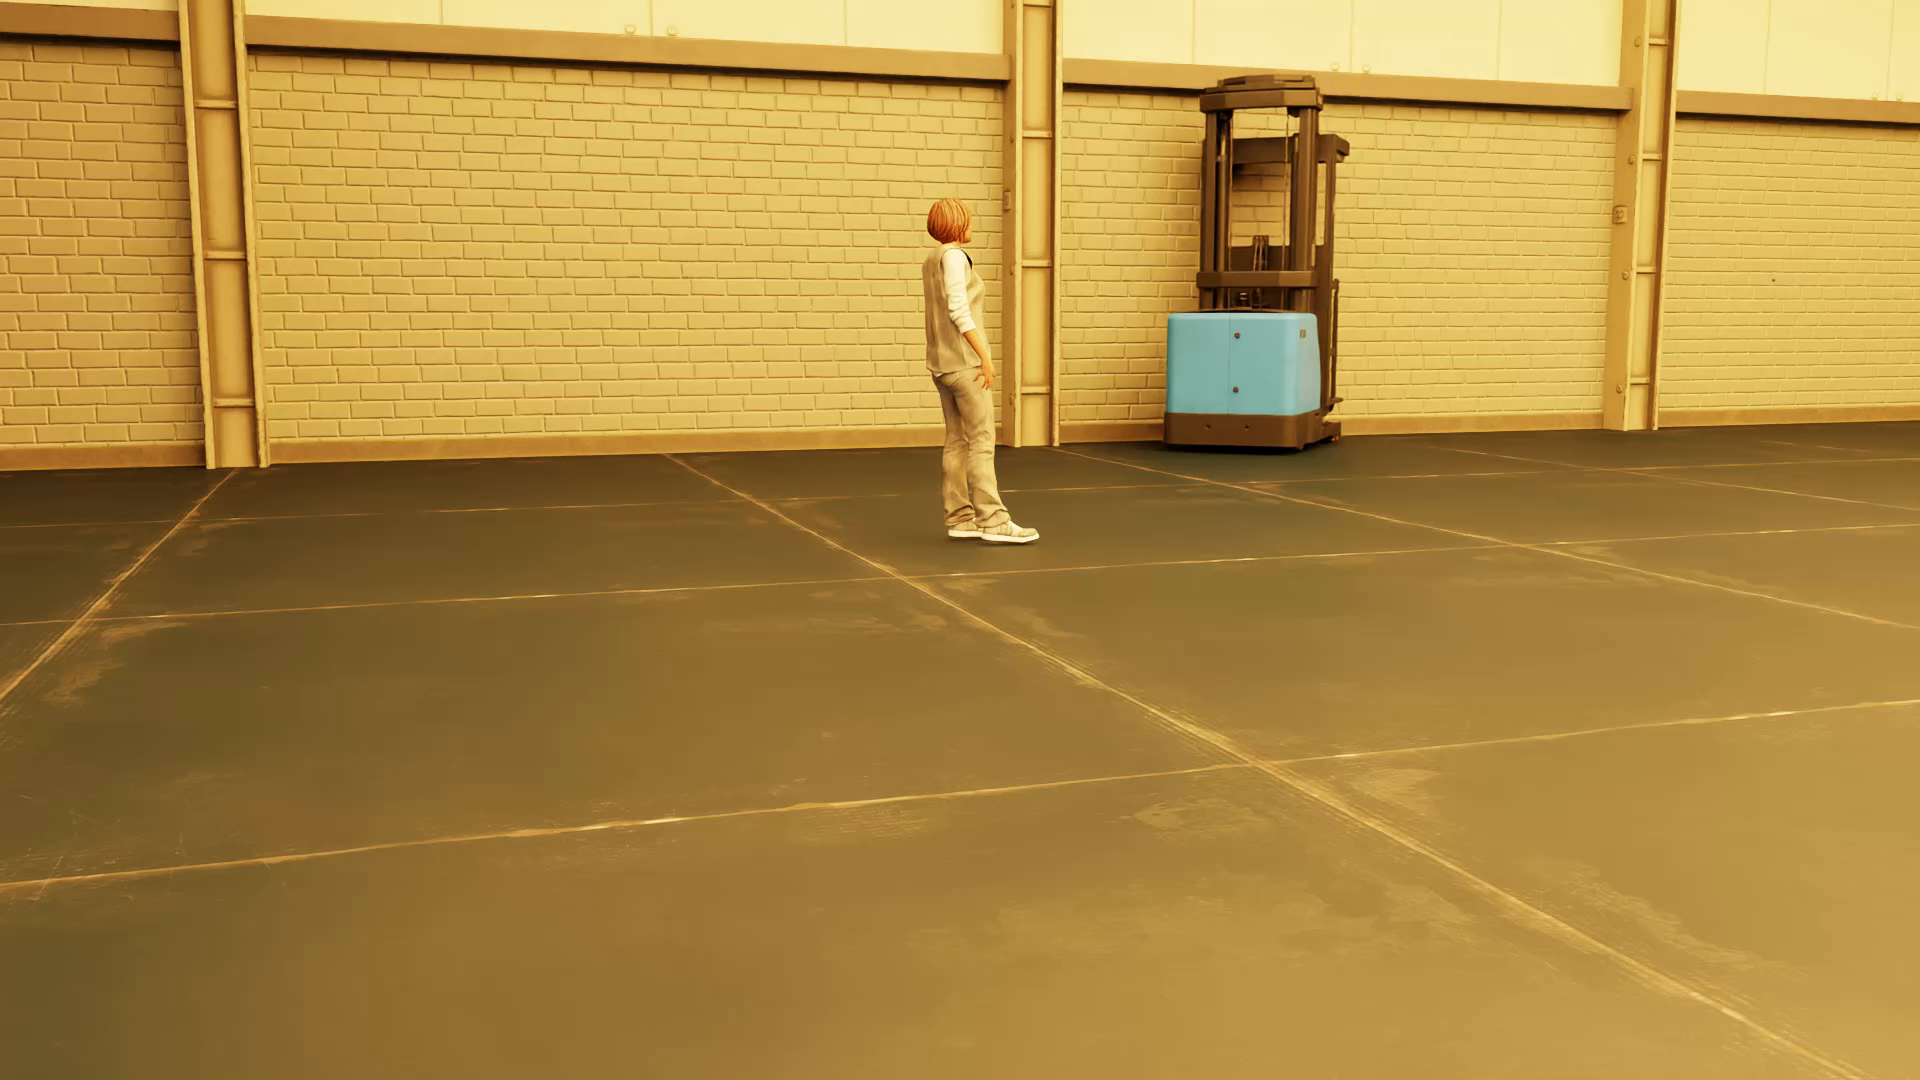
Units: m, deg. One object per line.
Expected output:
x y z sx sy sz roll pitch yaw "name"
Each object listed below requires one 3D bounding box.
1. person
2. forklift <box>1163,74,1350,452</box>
0.074 -0.800 7.825 0.475 1.597 0.520 -3 8 -18 "person"
2.608 -2.291 13.897 1.130 2.935 3.031 3 8 22 "forklift"
